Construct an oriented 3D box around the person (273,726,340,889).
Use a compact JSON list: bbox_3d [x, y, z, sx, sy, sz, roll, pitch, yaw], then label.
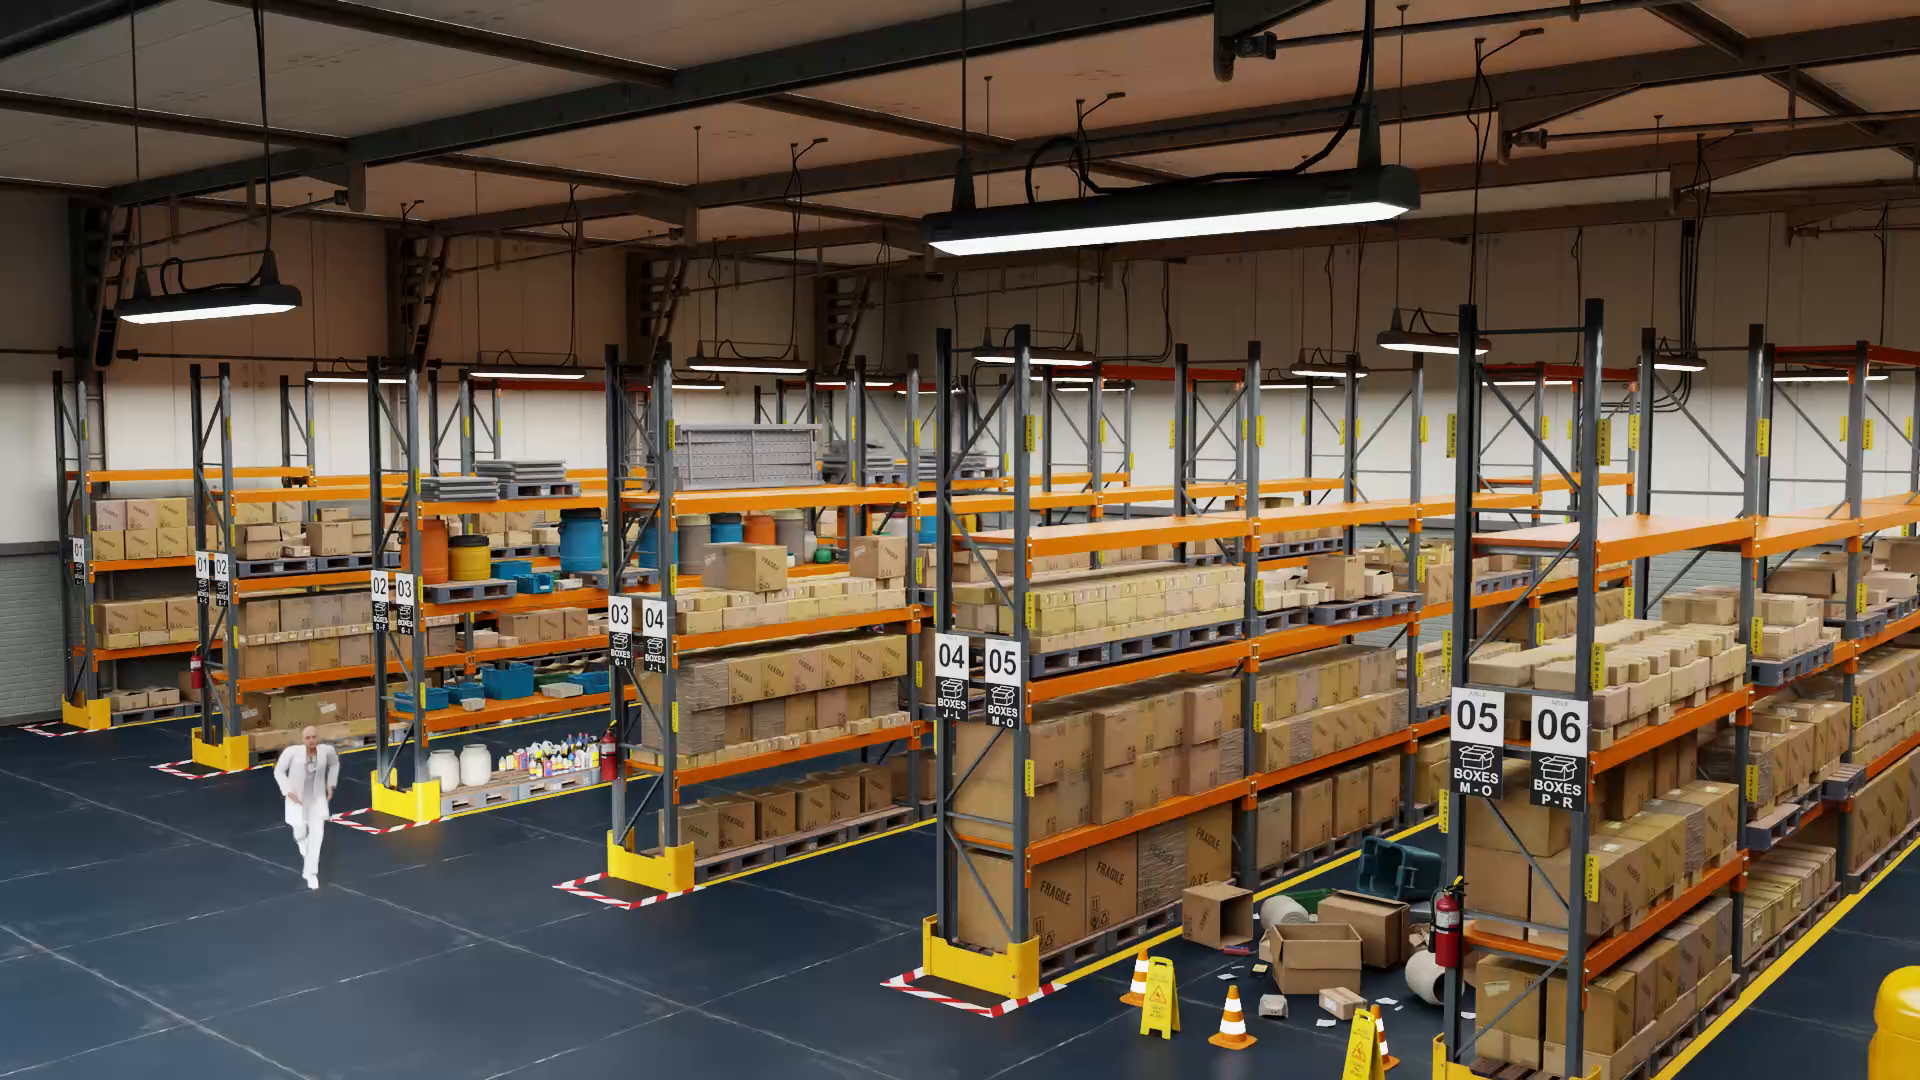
[{"bbox_3d":[-7.369,2.954,18.790,0.714,1.779,1.111,-2,5,-26],"label":"person"}]
